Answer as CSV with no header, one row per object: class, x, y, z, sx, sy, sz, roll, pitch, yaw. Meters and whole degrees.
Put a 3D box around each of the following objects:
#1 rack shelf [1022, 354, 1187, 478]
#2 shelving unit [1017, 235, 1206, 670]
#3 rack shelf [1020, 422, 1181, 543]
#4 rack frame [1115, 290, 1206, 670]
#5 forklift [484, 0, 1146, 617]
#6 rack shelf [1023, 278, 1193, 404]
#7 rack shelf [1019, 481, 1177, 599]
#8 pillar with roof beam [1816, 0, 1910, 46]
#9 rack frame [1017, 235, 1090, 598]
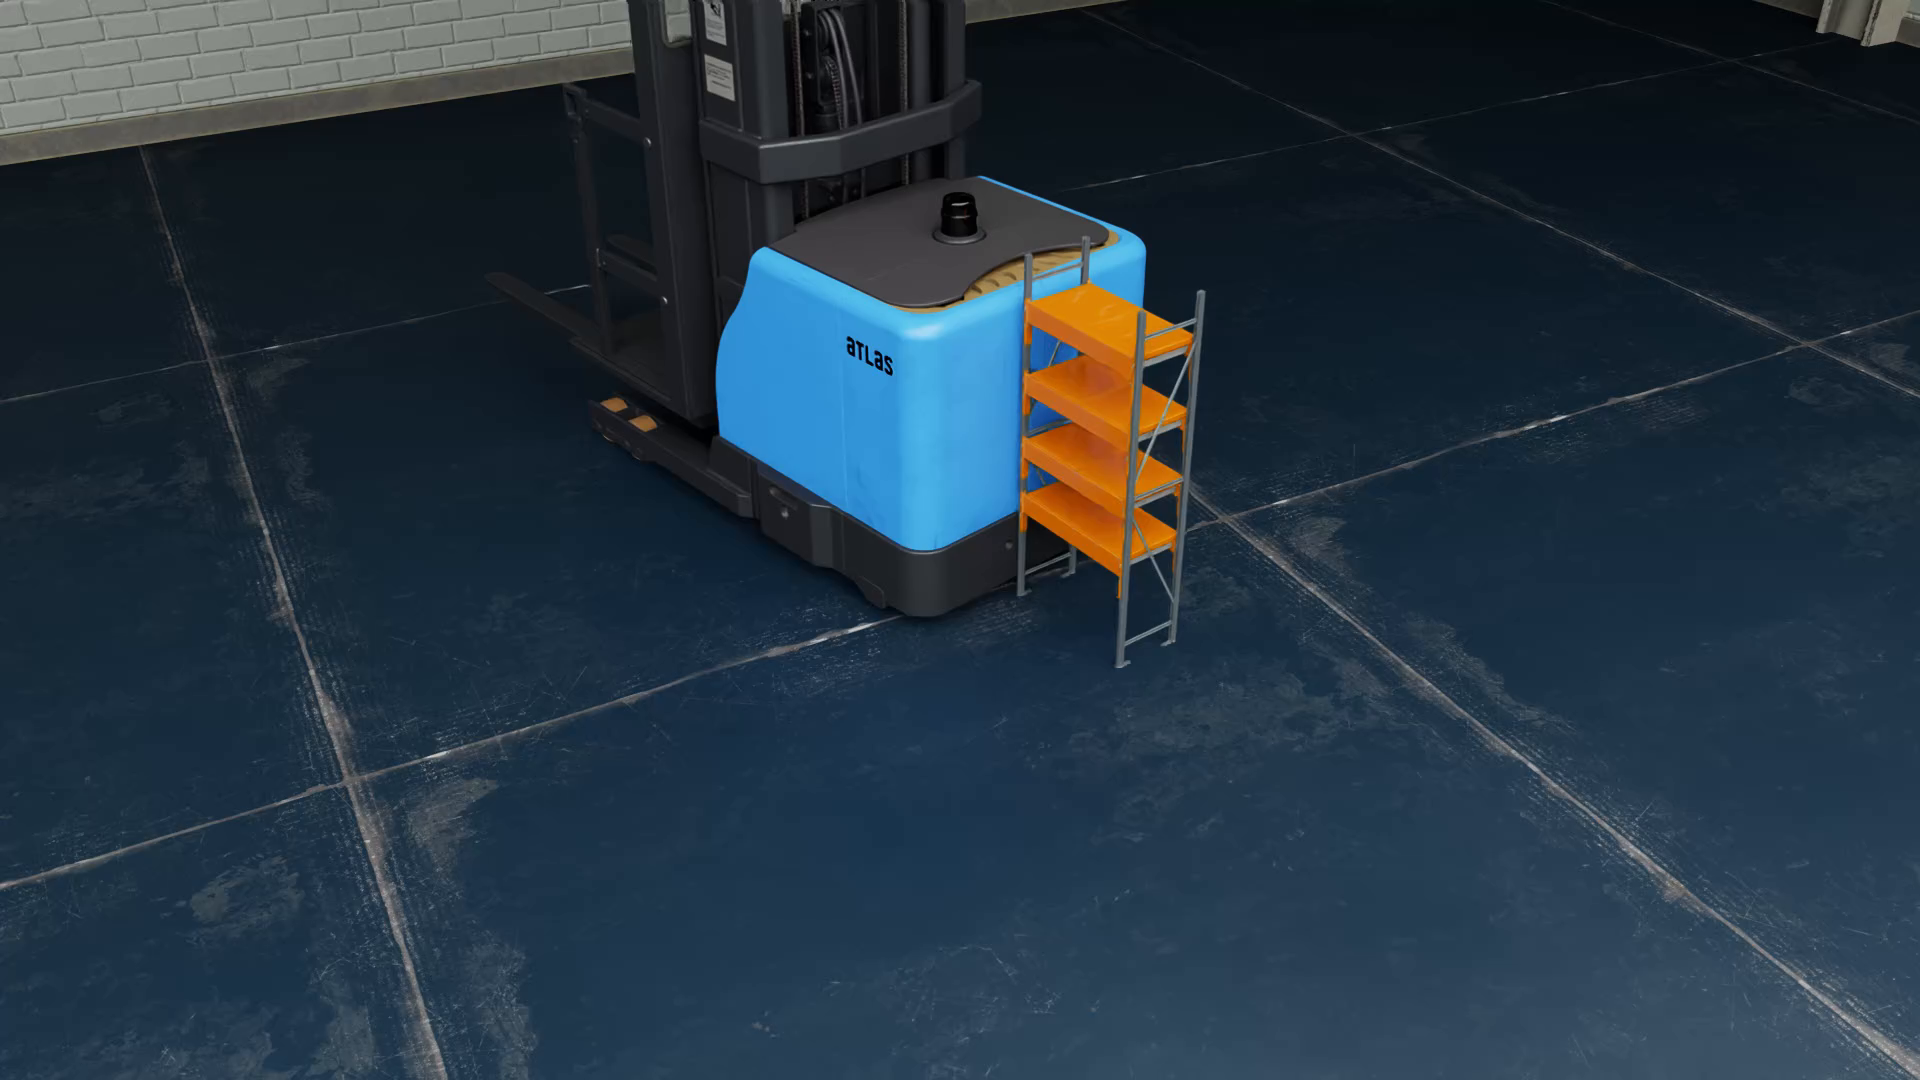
rack shelf,0.433,-0.384,4.947,0.258,0.148,0.480,-22,39,-30
shelving unit,0.433,-0.252,5.031,0.258,1.200,0.503,-22,39,-30
rack shelf,0.433,-0.195,5.067,0.258,0.148,0.480,-22,39,-30
rack frame,0.580,-0.147,4.867,0.240,1.200,0.015,-22,39,-30
forklift,-0.760,-1.698,5.683,1.130,2.935,3.031,-26,41,-35
rack shelf,0.433,-0.583,4.819,0.258,0.148,0.480,-22,39,-30
rack shelf,0.433,-0.028,5.174,0.258,0.148,0.480,-22,39,-30
pillar with roof beam,2.078,-6.017,6.801,9.100,9.000,0.400,-16,36,-23
rack frame,0.287,-0.357,5.195,0.240,1.200,0.015,-22,39,-30
